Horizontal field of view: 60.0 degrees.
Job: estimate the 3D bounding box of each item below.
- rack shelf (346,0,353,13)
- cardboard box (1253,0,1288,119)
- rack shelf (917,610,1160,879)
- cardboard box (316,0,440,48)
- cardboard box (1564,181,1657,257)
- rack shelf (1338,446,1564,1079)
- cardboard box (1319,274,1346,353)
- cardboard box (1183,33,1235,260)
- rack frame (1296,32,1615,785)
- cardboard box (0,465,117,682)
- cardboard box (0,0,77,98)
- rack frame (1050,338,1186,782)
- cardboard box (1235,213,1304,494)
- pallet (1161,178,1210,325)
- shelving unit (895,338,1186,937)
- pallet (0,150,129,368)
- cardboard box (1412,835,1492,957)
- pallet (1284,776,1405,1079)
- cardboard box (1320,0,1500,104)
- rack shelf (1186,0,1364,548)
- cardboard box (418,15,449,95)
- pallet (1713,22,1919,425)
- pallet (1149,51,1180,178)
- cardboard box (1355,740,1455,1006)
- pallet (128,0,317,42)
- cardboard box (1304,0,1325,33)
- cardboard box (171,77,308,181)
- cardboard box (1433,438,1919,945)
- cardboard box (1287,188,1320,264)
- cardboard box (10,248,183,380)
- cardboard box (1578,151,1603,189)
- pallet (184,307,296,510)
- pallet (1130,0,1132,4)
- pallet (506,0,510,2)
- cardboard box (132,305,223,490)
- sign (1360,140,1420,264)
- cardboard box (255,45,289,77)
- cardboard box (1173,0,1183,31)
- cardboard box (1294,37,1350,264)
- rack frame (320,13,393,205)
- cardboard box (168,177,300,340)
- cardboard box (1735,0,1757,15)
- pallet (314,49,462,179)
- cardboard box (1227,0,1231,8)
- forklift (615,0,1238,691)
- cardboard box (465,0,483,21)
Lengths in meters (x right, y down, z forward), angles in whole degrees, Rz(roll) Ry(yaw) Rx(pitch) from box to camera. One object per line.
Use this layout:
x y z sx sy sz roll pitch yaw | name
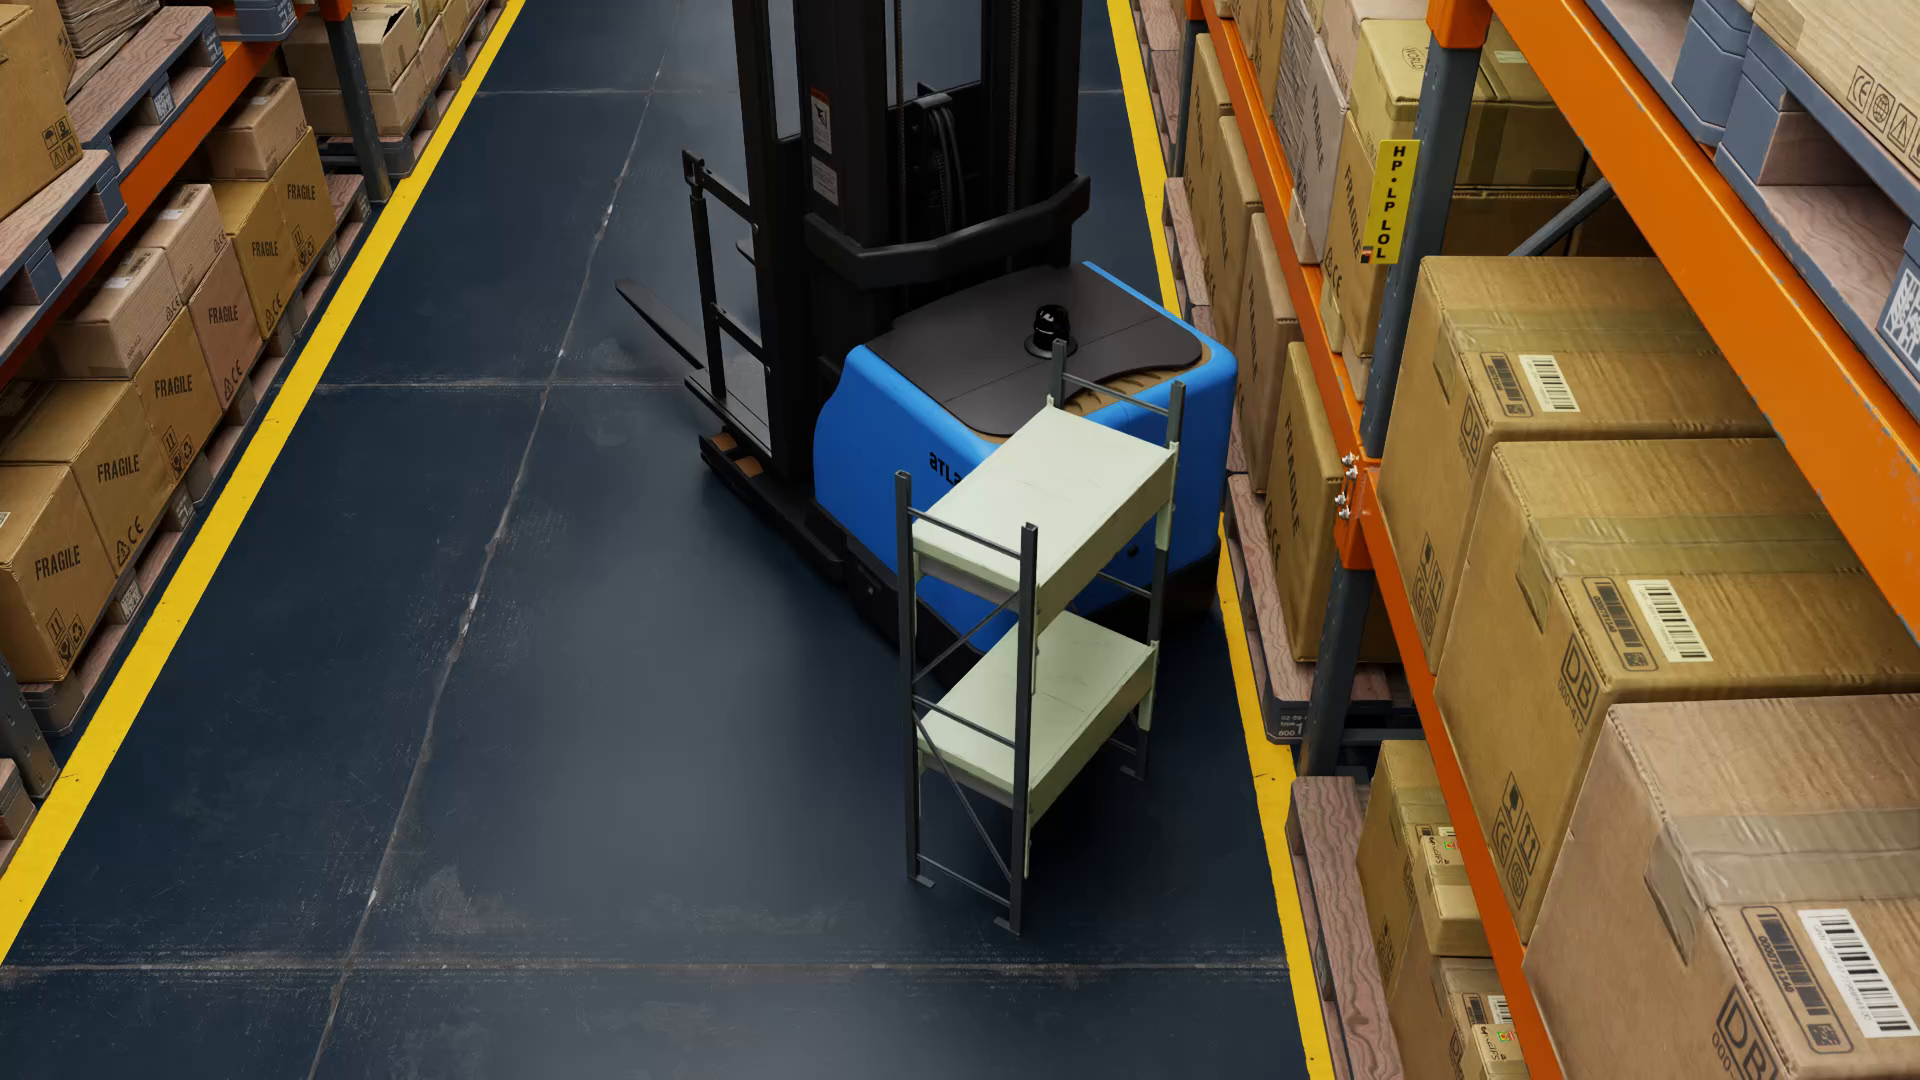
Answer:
-3.382 -3.861 9.244 1.077 0.370 4.000 0 39 0 | rack shelf
1.317 -1.792 5.754 0.500 0.500 0.500 1 39 1 | cardboard box
0.218 0.554 4.881 0.431 0.370 0.720 23 44 26 | rack shelf
-3.096 -2.856 8.830 0.500 0.311 0.500 -1 39 -1 | cardboard box
1.830 -0.846 4.573 0.500 0.500 0.500 -1 39 -2 | cardboard box
1.580 1.136 3.009 1.077 0.370 4.000 0 39 0 | rack shelf
1.271 -0.674 4.877 0.380 0.149 0.250 1 39 1 | cardboard box
1.443 -1.761 7.433 0.750 0.750 0.750 -1 39 -1 | cardboard box
1.578 -0.395 4.344 1.000 3.000 0.127 0 39 0 | rack frame
-3.132 0.112 5.359 0.500 0.500 0.500 -2 39 -2 | cardboard box
-3.439 -1.697 5.553 0.700 0.500 0.500 -9 40 -11 | cardboard box
0.423 0.110 4.914 0.400 1.500 0.023 23 44 26 | rack frame
1.443 -0.682 6.086 0.750 0.750 0.750 1 39 1 | cardboard box
1.499 -1.315 7.722 1.003 0.211 1.213 0 39 0 | pallet
0.218 0.299 4.677 0.431 1.500 0.755 23 44 26 | shelving unit
-3.267 -0.814 5.021 1.003 0.211 1.213 0 39 0 | pallet
1.294 0.845 3.941 0.380 0.149 0.250 1 39 1 | cardboard box
1.501 1.169 4.623 1.003 0.211 1.213 0 39 0 | pallet
1.331 -1.462 4.743 0.500 0.250 0.500 1 39 1 | cardboard box
1.576 -1.365 6.130 1.077 0.370 4.000 0 39 0 | rack shelf
-3.088 -2.624 8.988 0.500 0.250 0.500 -1 39 -1 | cardboard box
1.567 -0.258 1.846 1.003 0.211 1.213 0 39 0 | pallet
1.574 -2.297 8.947 1.003 0.211 1.213 0 39 0 | pallet
1.477 0.884 4.411 0.700 0.500 0.500 0 39 1 | cardboard box
-3.309 -2.392 6.989 1.213 0.211 1.003 0 39 0 | pallet
1.330 -1.781 5.141 0.500 0.250 0.500 1 39 1 | cardboard box
-3.140 -1.760 7.094 0.500 0.250 0.500 1 39 2 | cardboard box
1.558 0.284 3.258 0.980 0.700 0.700 -1 39 -1 | cardboard box
1.256 -1.001 5.285 0.380 0.149 0.250 0 39 0 | cardboard box
-3.134 -0.806 5.905 0.500 0.250 0.500 0 39 0 | cardboard box
1.838 -1.138 4.338 0.500 0.250 0.500 1 39 1 | cardboard box
-3.419 -0.574 6.798 1.003 0.211 1.213 0 39 0 | pallet
1.571 -3.823 10.852 1.003 0.211 1.213 0 39 0 | pallet
-3.345 -3.843 10.877 1.003 0.211 1.213 0 39 0 | pallet
-3.137 -0.534 6.165 0.500 0.500 0.500 0 39 0 | cardboard box
1.036 -0.809 3.999 0.100 0.325 0.005 0 39 0 | sign
-3.627 -2.528 8.420 0.500 0.311 0.500 1 39 1 | cardboard box
1.607 -3.176 9.461 0.700 0.500 0.500 0 39 0 | cardboard box
1.315 -1.165 4.972 0.500 0.500 0.500 0 39 0 | cardboard box
-3.380 -2.891 7.458 1.000 3.000 0.127 0 39 0 | rack frame
-3.144 -1.178 6.969 0.500 0.500 0.500 -1 39 -2 | cardboard box
1.302 -0.959 2.354 0.500 0.250 0.500 -1 39 -1 | cardboard box
-3.342 -2.317 8.973 1.003 0.211 1.213 0 39 0 | pallet
1.310 -2.428 6.547 0.500 0.500 0.500 1 39 1 | cardboard box
-0.365 -1.461 5.729 1.130 2.935 3.031 -24 45 -27 | forklift
-3.095 -3.269 9.794 0.500 0.250 0.500 1 39 1 | cardboard box
